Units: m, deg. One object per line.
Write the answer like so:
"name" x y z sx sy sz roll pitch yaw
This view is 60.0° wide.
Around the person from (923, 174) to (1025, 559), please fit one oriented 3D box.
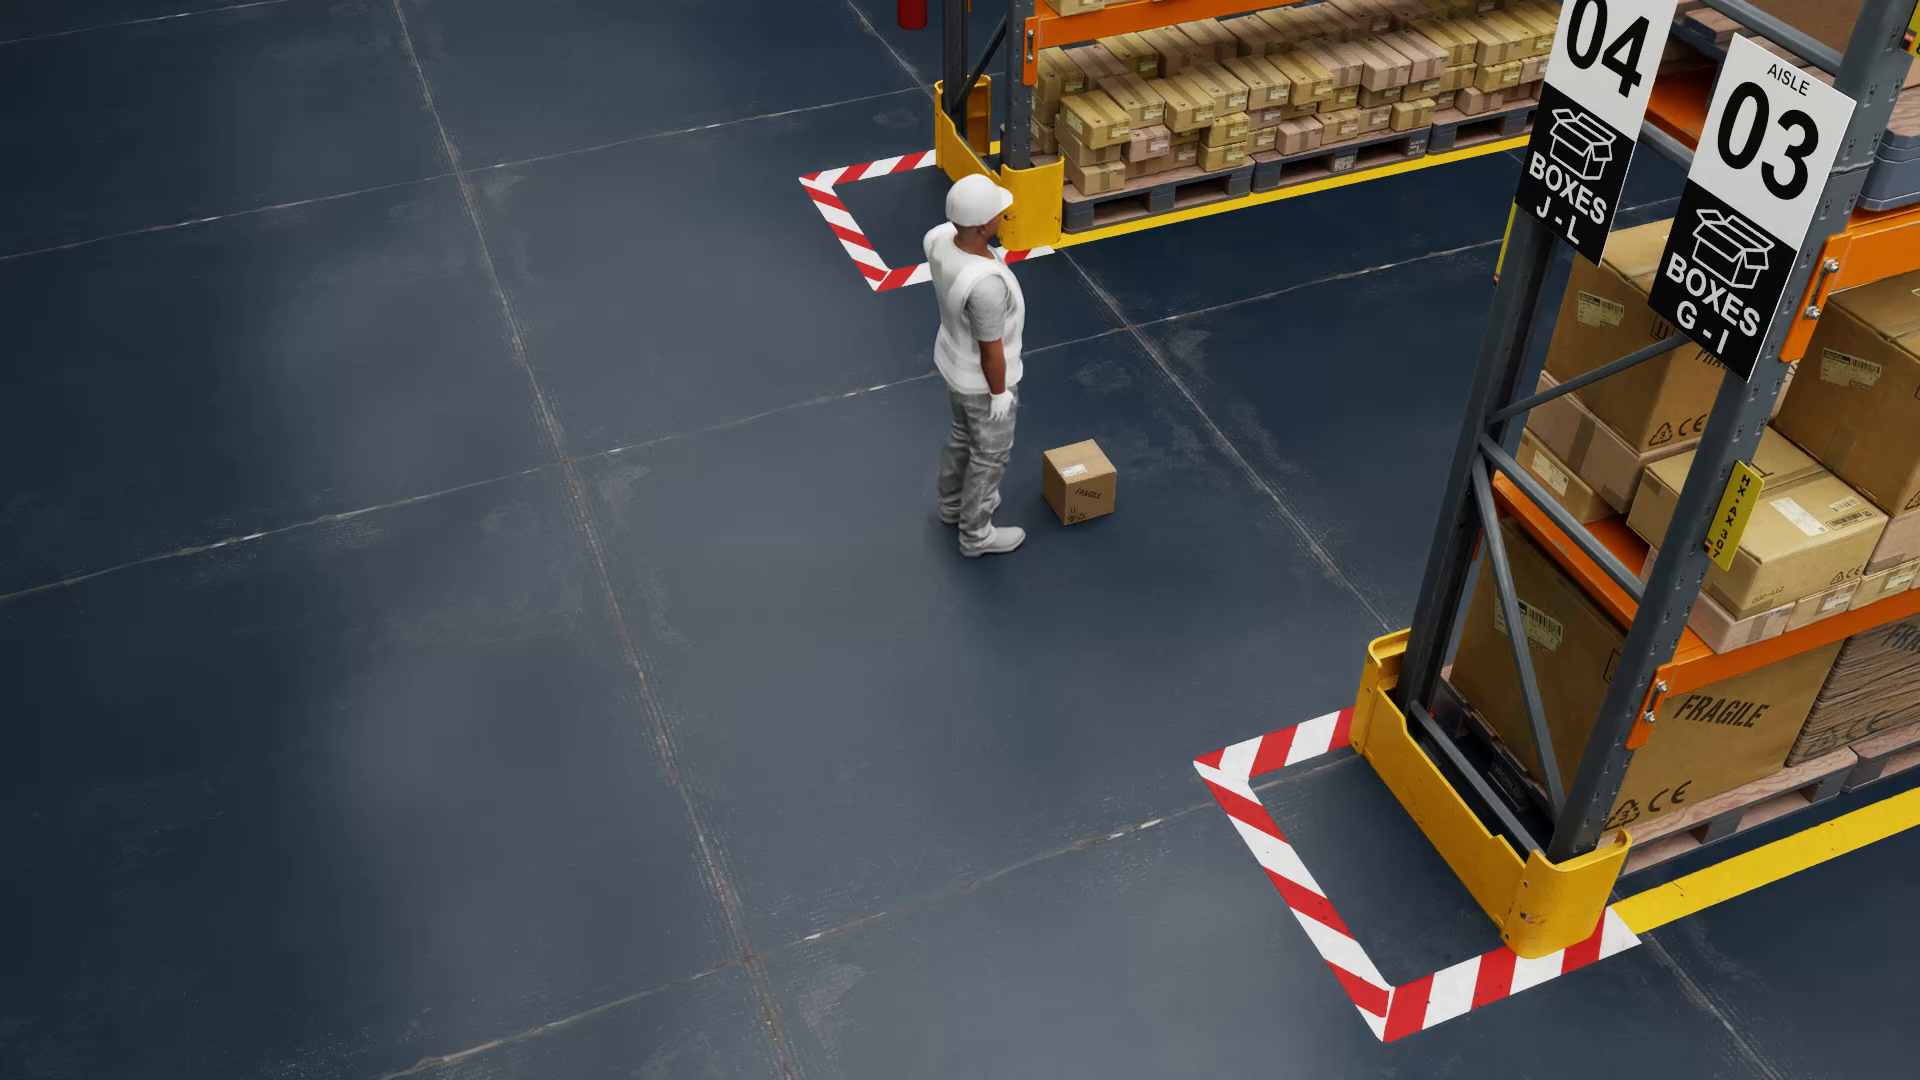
"person" 0.073 -0.725 6.967 0.352 1.781 0.542 -14 43 -16
